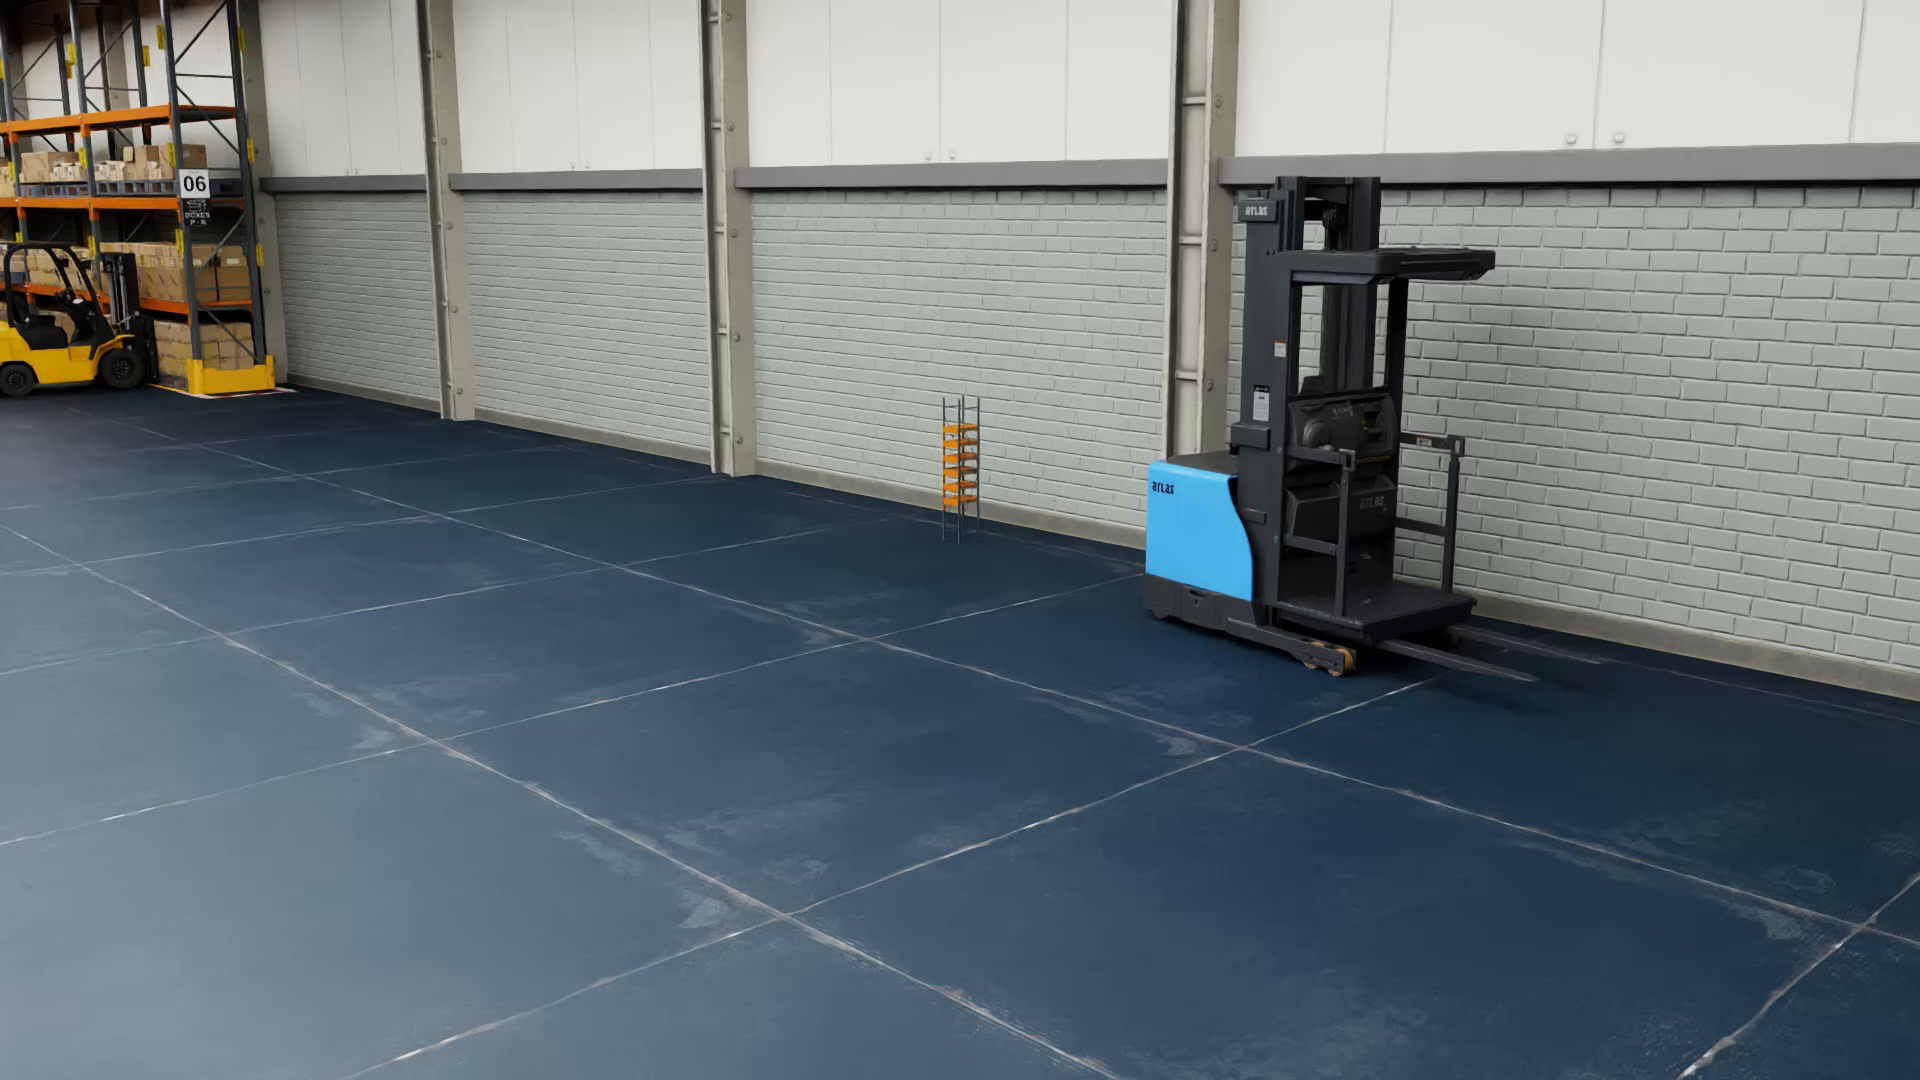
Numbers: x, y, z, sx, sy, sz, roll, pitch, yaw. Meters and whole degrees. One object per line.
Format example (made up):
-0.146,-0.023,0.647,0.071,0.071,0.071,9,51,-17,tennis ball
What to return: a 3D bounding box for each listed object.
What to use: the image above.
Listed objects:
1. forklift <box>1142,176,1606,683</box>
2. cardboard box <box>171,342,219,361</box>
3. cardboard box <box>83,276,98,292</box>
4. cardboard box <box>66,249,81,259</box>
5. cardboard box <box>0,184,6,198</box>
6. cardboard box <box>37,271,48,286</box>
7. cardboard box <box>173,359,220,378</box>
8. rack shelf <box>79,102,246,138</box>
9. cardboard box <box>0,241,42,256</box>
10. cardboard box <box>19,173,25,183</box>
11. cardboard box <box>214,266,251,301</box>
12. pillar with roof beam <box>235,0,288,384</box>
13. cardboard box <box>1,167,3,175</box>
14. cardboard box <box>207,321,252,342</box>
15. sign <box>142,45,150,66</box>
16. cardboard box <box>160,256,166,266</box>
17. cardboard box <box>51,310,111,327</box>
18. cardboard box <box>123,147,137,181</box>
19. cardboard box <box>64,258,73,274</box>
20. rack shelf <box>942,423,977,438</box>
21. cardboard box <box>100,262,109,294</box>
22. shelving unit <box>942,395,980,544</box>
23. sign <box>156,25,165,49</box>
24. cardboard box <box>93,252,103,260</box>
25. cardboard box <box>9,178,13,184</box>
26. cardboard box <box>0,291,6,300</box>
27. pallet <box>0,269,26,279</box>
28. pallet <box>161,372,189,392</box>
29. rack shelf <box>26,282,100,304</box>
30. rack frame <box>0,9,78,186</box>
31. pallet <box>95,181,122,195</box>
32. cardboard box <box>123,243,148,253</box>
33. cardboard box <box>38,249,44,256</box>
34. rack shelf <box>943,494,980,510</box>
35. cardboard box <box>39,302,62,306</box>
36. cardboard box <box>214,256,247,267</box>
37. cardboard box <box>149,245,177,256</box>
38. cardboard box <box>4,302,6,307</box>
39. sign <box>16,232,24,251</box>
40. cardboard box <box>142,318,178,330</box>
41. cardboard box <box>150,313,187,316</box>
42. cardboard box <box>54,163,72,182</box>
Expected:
2.515,-0.732,10.200,1.130,2.935,3.031,-8,14,-35,forklift
-11.363,-2.819,24.695,0.500,0.250,0.500,-11,16,-43,cardboard box
-14.101,-4.235,27.406,0.500,0.250,0.500,-10,16,-41,cardboard box
-14.864,-4.839,28.112,0.380,0.149,0.250,-11,16,-42,cardboard box
-17.203,-6.365,30.312,0.500,0.250,0.500,-11,16,-42,cardboard box
-15.852,-4.609,29.220,0.500,0.250,0.500,-11,16,-44,cardboard box
-11.354,-2.571,24.731,0.500,0.250,0.500,-11,16,-42,cardboard box
-12.182,-6.370,25.302,1.077,0.370,4.000,-11,16,-43,rack shelf
-17.587,-5.324,31.023,0.637,0.503,0.797,11,16,44,cardboard box
-16.305,-6.371,29.260,0.380,0.166,0.250,-11,16,-43,cardboard box
-10.942,-3.848,24.906,0.500,0.500,0.500,-10,15,-41,cardboard box
-13.744,-6.253,21.963,9.100,9.000,0.400,-11,16,-43,pillar with roof beam
-17.248,-6.729,30.351,0.380,0.149,0.250,-11,16,-43,cardboard box
-10.996,-3.133,24.980,0.500,0.250,0.500,-11,16,-43,cardboard box
-13.145,-7.819,26.853,0.100,0.325,0.005,-11,16,-43,sign
-11.739,-4.183,24.927,0.380,0.149,0.250,-11,16,-43,cardboard box
-15.448,-3.711,29.333,0.875,0.625,0.625,-10,15,-41,cardboard box
-12.294,-5.747,25.394,0.797,0.503,0.637,-10,15,-41,cardboard box
-14.797,-4.628,28.076,0.500,0.250,0.500,-10,16,-41,cardboard box
0.010,-0.895,13.716,0.258,0.103,0.180,-11,16,-43,rack shelf
-13.446,-4.219,26.710,0.500,0.500,0.500,11,16,44,cardboard box
0.010,-0.586,13.780,0.258,1.200,0.189,-11,16,-43,shelving unit
-11.203,-7.049,23.313,0.100,0.325,0.005,-11,16,-43,sign
-13.960,-4.657,27.227,0.380,0.149,0.250,-10,15,-41,cardboard box
-16.910,-6.505,30.002,0.250,0.149,0.380,11,16,44,cardboard box
-18.819,-4.763,32.406,0.250,0.149,0.380,11,16,42,cardboard box
-17.672,-5.044,31.438,1.003,0.211,1.213,-11,16,-43,pallet
-11.360,-2.428,25.172,1.003,0.211,1.213,-11,16,-43,pallet
-14.945,-4.211,28.700,1.077,0.370,4.000,-11,16,-43,rack shelf
-16.326,-7.794,29.439,1.000,3.000,0.127,-11,16,-43,rack frame
-12.956,-5.576,26.330,1.003,0.211,1.213,-11,16,-43,pallet
-12.827,-4.548,25.963,0.380,0.149,0.250,-11,16,-43,cardboard box
-15.937,-5.062,29.191,0.380,0.149,0.250,-10,16,-41,cardboard box
0.010,-0.307,13.838,0.258,0.103,0.180,-11,16,-43,rack shelf
-17.190,-4.426,31.505,0.380,0.149,0.250,-11,16,-44,cardboard box
-10.848,-4.140,24.717,0.250,0.149,0.380,11,16,44,cardboard box
-11.972,-4.358,25.040,0.380,0.149,0.250,-10,16,-41,cardboard box
-17.878,-4.432,31.534,0.380,0.149,0.250,-11,16,-42,cardboard box
-16.712,-5.307,29.562,0.100,0.325,0.005,-11,16,-43,sign
-12.402,-3.281,25.699,0.500,0.250,0.500,-11,16,-44,cardboard box
-12.723,-3.503,26.778,0.500,0.250,0.500,-11,16,-43,cardboard box
-14.770,-6.135,27.756,0.500,0.311,0.500,11,16,43,cardboard box
